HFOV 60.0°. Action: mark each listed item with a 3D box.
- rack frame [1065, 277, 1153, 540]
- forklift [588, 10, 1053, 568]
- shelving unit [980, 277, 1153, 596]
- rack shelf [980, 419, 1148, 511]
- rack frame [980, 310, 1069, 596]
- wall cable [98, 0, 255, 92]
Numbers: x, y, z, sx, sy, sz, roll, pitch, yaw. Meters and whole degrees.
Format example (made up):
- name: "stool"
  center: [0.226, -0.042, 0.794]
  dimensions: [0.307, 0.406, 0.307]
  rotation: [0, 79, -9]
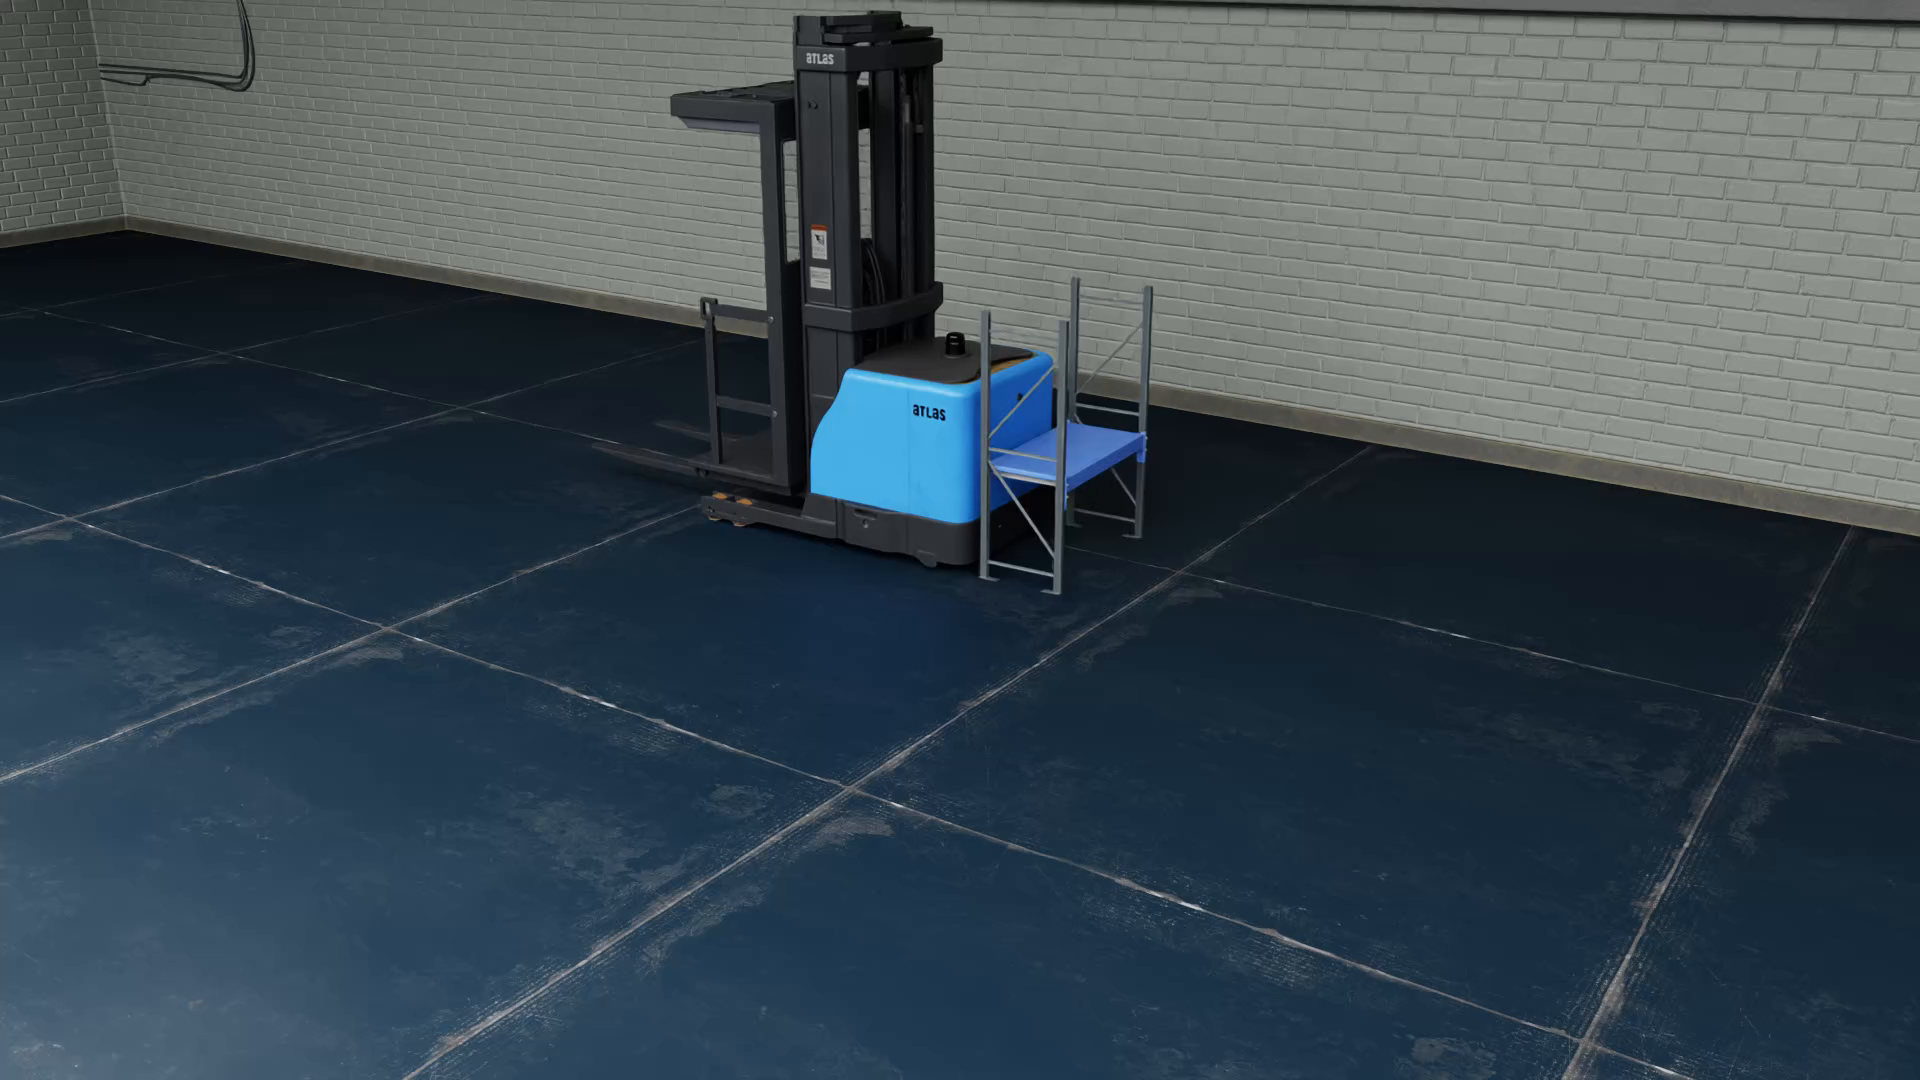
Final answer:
- name: "rack frame"
  center: [0.856, -0.753, 9.640]
  dimensions: [0.500, 1.500, 0.032]
  rotation: [12, 23, 29]
- name: "forklift"
  center: [-0.962, -1.591, 9.843]
  dimensions: [3.031, 2.935, 1.130]
  rotation: [13, 24, 31]
- name: "shelving unit"
  center: [0.594, -0.602, 9.231]
  dimensions: [0.538, 1.500, 1.048]
  rotation: [12, 23, 29]
- name: "rack shelf"
  center: [0.594, -0.433, 9.293]
  dimensions: [0.538, 0.185, 1.000]
  rotation: [12, 23, 29]
- name: "rack frame"
  center: [0.333, -0.451, 8.822]
  dimensions: [0.500, 1.500, 0.032]
  rotation: [12, 23, 29]
- name: "wall cable"
  center: [-8.696, -6.160, 17.924]
  dimensions: [3.097, 2.526, 0.112]
  rotation: [13, 24, 32]
